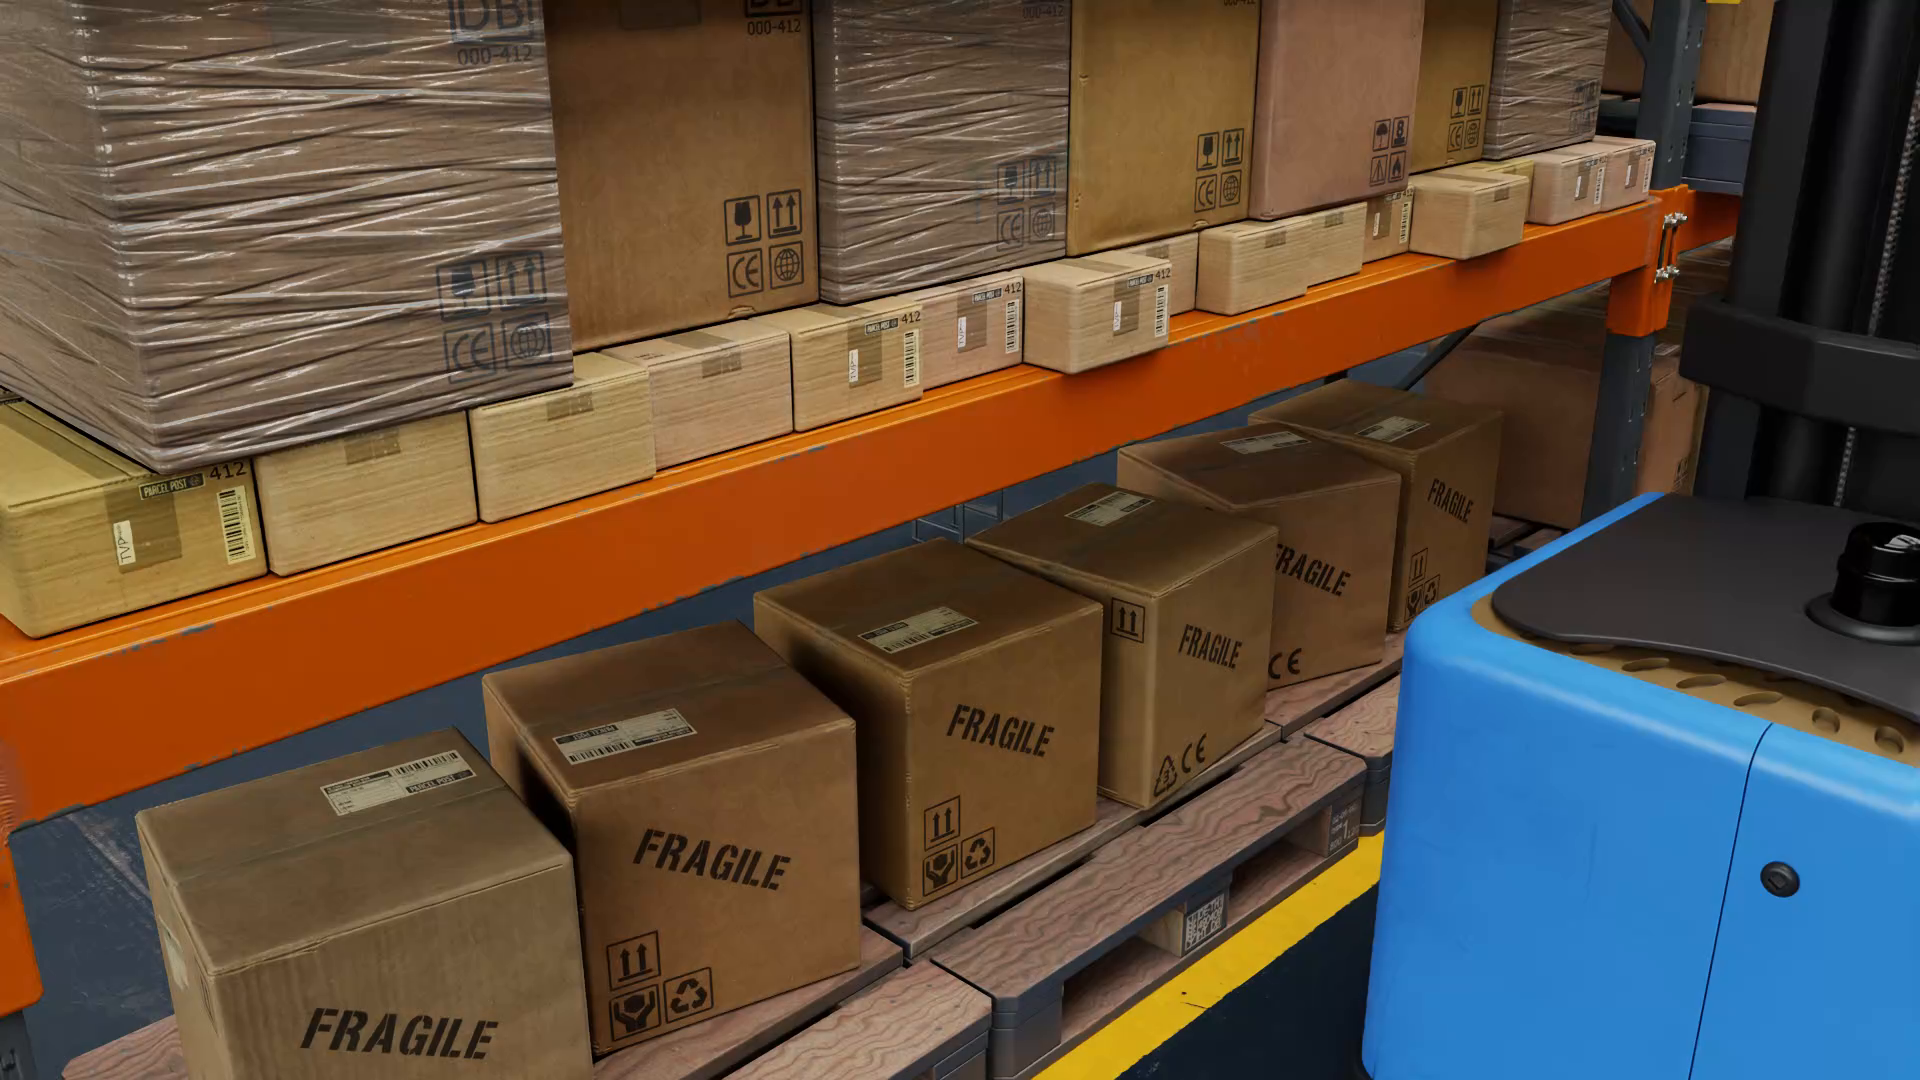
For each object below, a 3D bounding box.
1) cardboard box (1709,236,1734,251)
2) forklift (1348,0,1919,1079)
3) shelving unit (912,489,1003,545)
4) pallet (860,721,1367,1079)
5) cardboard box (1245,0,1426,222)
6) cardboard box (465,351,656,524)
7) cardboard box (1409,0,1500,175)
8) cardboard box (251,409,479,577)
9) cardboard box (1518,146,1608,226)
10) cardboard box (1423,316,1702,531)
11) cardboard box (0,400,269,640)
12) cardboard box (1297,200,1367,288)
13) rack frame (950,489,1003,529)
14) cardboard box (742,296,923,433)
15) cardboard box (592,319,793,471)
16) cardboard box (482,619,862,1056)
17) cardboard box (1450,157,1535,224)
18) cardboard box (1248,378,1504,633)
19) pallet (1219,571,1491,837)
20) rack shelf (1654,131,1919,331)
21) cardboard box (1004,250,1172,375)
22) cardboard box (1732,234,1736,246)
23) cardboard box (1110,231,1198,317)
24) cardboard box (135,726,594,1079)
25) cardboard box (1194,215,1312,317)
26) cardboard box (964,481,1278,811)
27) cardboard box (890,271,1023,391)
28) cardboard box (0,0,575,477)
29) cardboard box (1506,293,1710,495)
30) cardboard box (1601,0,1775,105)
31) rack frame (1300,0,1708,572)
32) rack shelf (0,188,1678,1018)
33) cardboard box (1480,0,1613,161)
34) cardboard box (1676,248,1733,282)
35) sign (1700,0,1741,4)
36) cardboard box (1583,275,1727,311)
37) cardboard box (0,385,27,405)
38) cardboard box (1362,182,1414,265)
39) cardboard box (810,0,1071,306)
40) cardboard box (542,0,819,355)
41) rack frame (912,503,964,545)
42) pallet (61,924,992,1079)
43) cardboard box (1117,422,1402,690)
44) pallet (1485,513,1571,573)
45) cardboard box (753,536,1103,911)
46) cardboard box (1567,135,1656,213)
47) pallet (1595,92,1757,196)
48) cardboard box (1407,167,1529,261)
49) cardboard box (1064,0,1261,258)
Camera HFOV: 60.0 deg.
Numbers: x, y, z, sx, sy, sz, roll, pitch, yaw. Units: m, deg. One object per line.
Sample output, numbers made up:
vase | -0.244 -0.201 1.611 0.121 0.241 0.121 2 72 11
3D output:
cardboard box | 3.394 -0.920 6.658 0.700 0.500 0.500 16 26 36
forklift | 2.012 -0.511 2.818 3.031 2.935 1.130 -20 28 -41
shelving unit | -0.010 -0.556 5.350 0.258 1.200 0.189 19 28 41
pallet | 0.140 0.622 3.662 1.003 0.211 1.213 19 28 41
cardboard box | 0.426 -0.988 3.411 0.875 0.500 0.500 19 28 41
cardboard box | -0.613 -0.164 2.171 0.380 0.149 0.250 19 28 41
cardboard box | 0.702 -1.142 3.811 0.875 0.500 0.500 19 28 41
cardboard box | -0.798 -0.104 2.014 0.380 0.149 0.250 19 28 41
cardboard box | 1.314 -0.868 4.003 0.380 0.149 0.250 19 28 41
cardboard box | 1.878 -0.367 5.220 0.700 0.500 0.500 17 27 37
cardboard box | -0.986 -0.044 1.859 0.380 0.149 0.250 19 28 41
cardboard box | 0.588 -0.621 3.360 0.380 0.149 0.250 19 28 41
rack frame | 0.054 -0.580 5.411 0.240 1.200 0.006 19 28 41
cardboard box | -0.274 -0.296 2.515 0.380 0.149 0.250 19 28 41
cardboard box | -0.453 -0.234 2.352 0.380 0.149 0.250 19 28 41
cardboard box | -0.516 0.504 2.981 0.500 0.500 0.500 -12 24 -28
cardboard box | 1.097 -0.819 3.875 0.380 0.149 0.250 19 28 41
cardboard box | 1.127 -0.113 4.586 0.500 0.500 0.500 18 28 39
pallet | 0.991 0.307 4.482 1.003 0.211 1.213 19 28 41
rack shelf | 2.830 -1.355 5.921 1.077 0.370 4.000 19 28 41
cardboard box | 0.130 -0.406 2.799 0.380 0.149 0.250 19 28 41
cardboard box | 3.416 -1.274 6.535 0.500 0.250 0.500 -16 26 -36
cardboard box | 0.209 -0.503 3.053 0.380 0.149 0.250 19 28 41
cardboard box | -0.908 0.666 2.559 0.500 0.500 0.500 -14 25 -32
cardboard box | 0.438 -0.548 3.170 0.380 0.149 0.250 19 28 41
cardboard box | 0.356 0.216 3.731 0.500 0.500 0.500 16 26 36
cardboard box | -0.119 -0.367 2.700 0.380 0.149 0.250 19 28 41
cardboard box | -0.952 -0.468 2.057 0.875 0.500 0.500 19 28 41
cardboard box | 2.225 -0.485 5.527 0.700 0.500 0.500 19 28 40
cardboard box | 2.089 -1.822 4.711 1.000 1.000 1.000 19 28 41
rack frame | 1.435 -1.176 4.454 1.000 3.000 0.127 19 28 41
rack shelf | 0.039 -0.326 3.245 1.077 0.370 4.000 19 28 41
cardboard box | 1.076 -1.262 4.122 0.875 0.500 0.500 19 28 41
cardboard box | 3.004 -0.773 6.275 0.500 0.500 0.700 -17 27 -38
sign | 1.829 -1.447 3.950 0.100 0.325 0.005 19 28 41
cardboard box | 2.615 -0.629 5.901 0.700 0.500 0.500 16 26 36
cardboard box | -1.305 -0.156 2.149 0.380 0.149 0.250 19 28 41
cardboard box | 0.733 -0.696 3.554 0.380 0.149 0.250 19 28 41
cardboard box | -0.310 -0.744 2.776 0.875 0.500 0.500 19 28 41
cardboard box | -0.690 -0.627 2.470 0.875 0.500 0.500 19 28 41
rack frame | -0.074 -0.533 5.288 0.240 1.200 0.006 19 28 41
pallet | -0.711 0.934 2.850 1.003 0.211 1.213 19 28 41
cardboard box | 0.733 0.036 4.198 0.500 0.500 0.500 -11 23 -25
pallet | 1.977 -0.075 5.476 1.003 0.211 1.213 19 28 41
cardboard box | -0.065 0.348 3.387 0.500 0.500 0.500 -17 27 -37
cardboard box | 1.495 -0.930 4.164 0.380 0.149 0.250 19 28 41
pallet | 2.072 -1.247 4.905 1.003 0.211 1.213 19 28 41
cardboard box | 1.002 -0.727 3.635 0.380 0.149 0.250 19 28 41
cardboard box | 0.047 -0.870 3.103 0.875 0.500 0.500 19 28 41
